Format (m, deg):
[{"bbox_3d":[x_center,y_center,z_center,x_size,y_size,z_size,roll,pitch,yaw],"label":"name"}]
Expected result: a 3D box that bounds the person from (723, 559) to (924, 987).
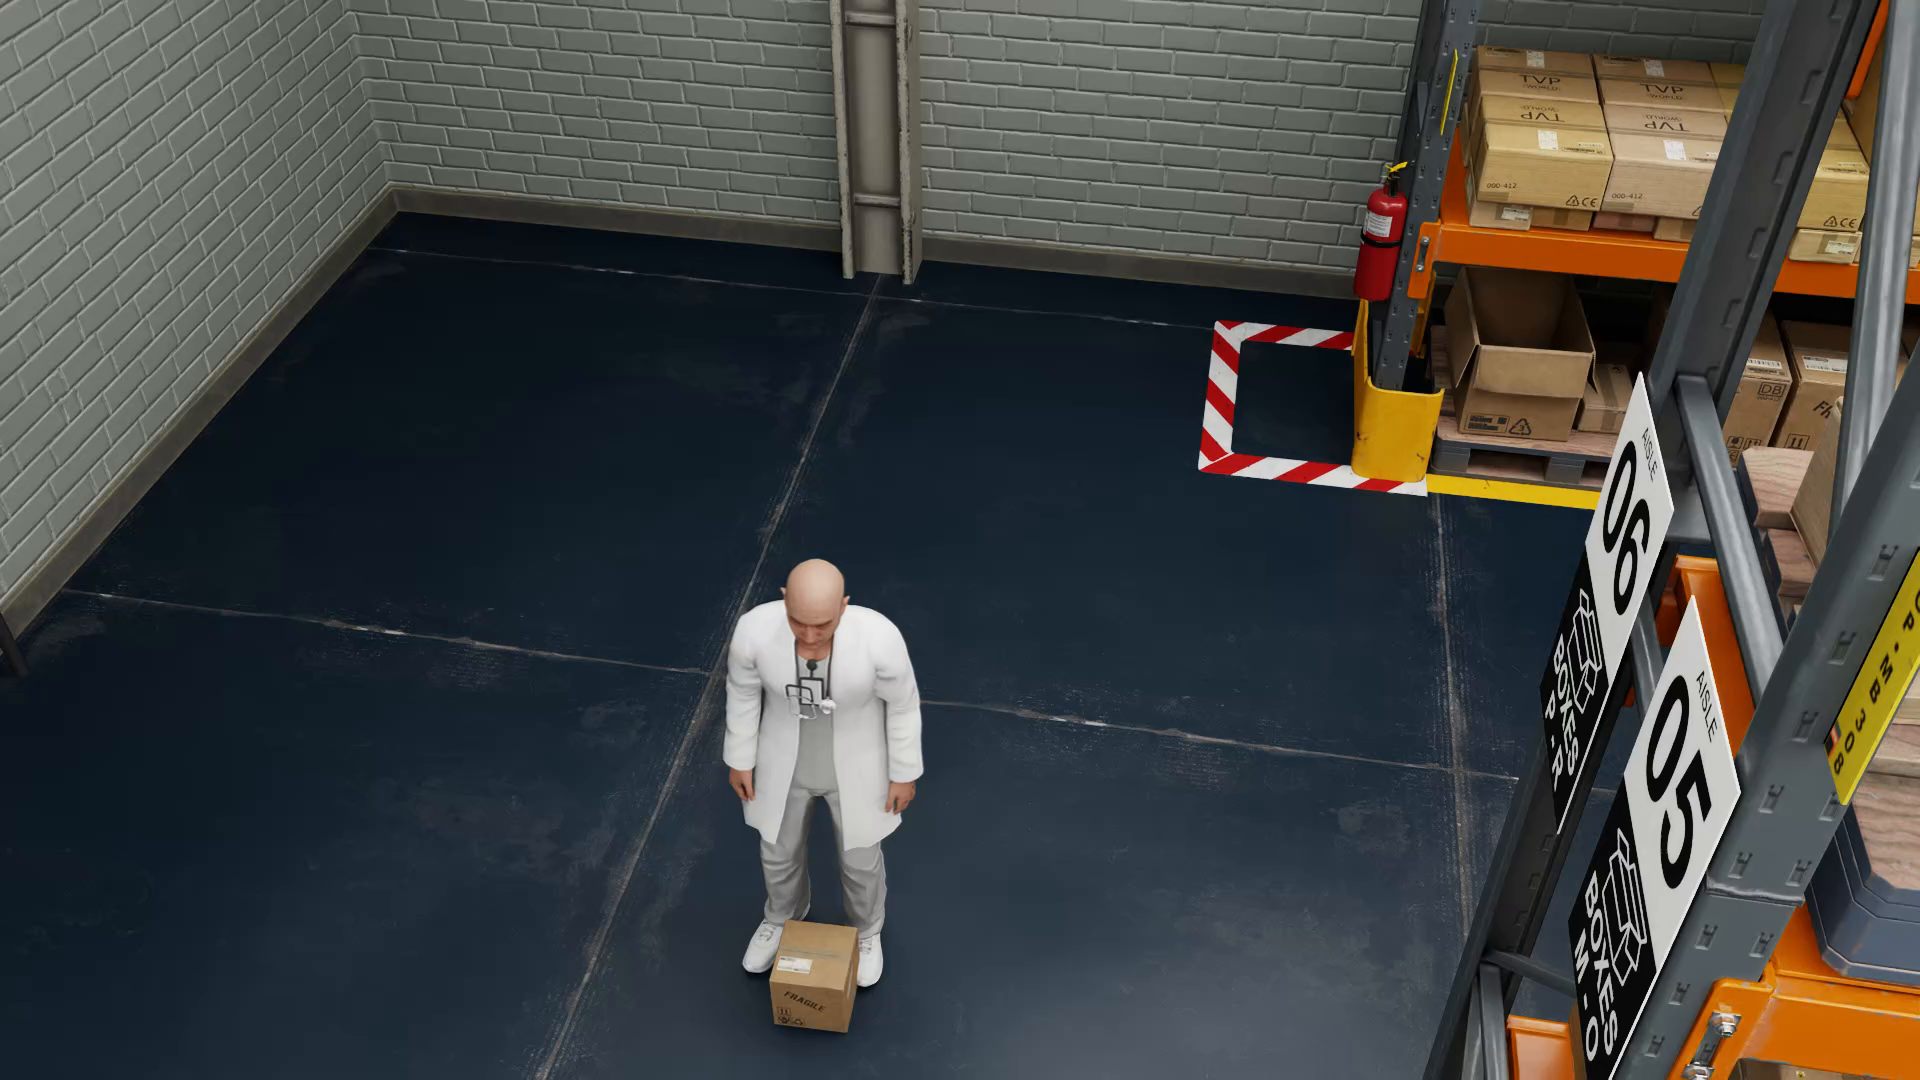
[{"bbox_3d":[-0.436,0.727,5.304,0.645,1.772,0.429,4,40,5],"label":"person"}]
